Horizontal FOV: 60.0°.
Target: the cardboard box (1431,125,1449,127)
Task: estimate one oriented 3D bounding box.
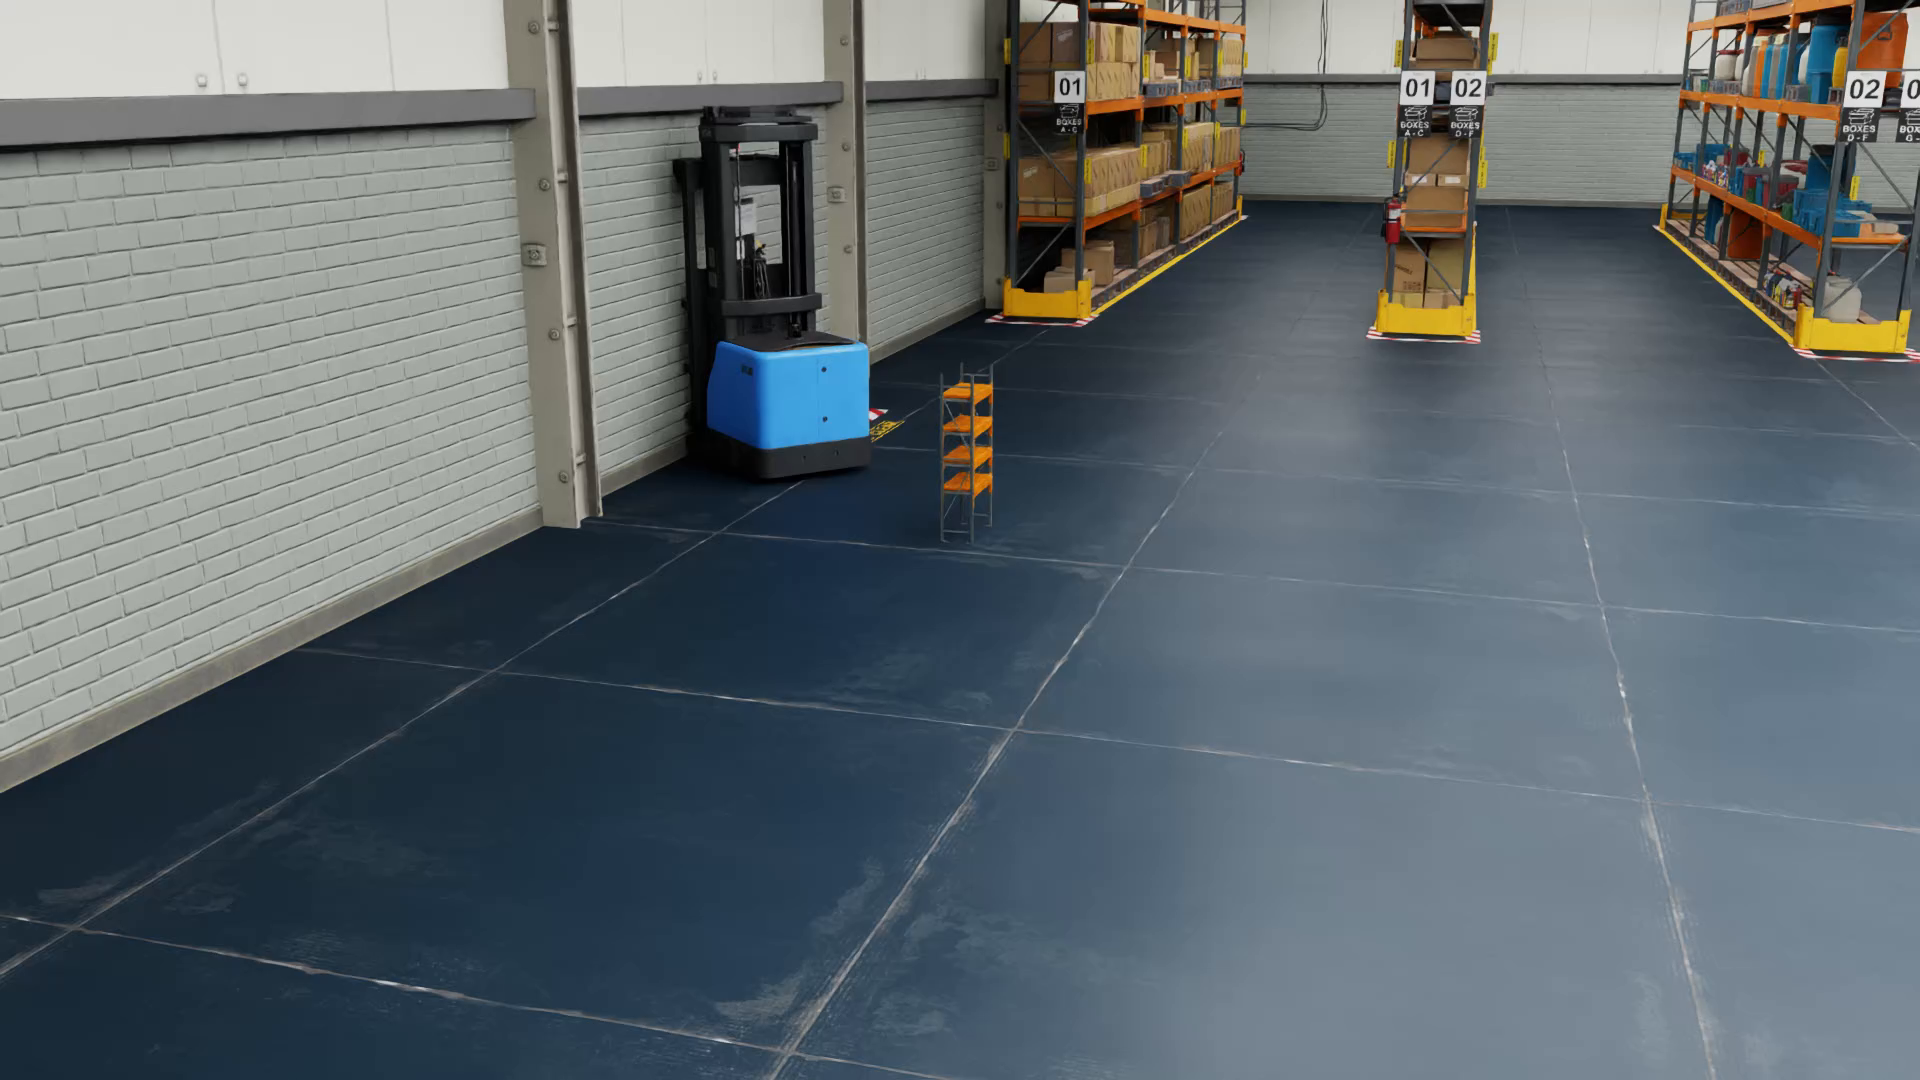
[{"bbox_3d":[6.781,-5.566,23.395,0.700,0.500,0.500,5,16,16],"label":"cardboard box"}]

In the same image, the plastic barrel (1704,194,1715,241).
[{"bbox_3d":[13.894,-5.902,30.216,0.600,0.901,0.708,5,16,16],"label":"plastic barrel"}]

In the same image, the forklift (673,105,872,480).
[{"bbox_3d":[-1.948,-2.246,14.377,1.130,2.935,3.031,-10,19,-31],"label":"forklift"}]

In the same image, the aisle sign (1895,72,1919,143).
[{"bbox_3d":[10.915,-4.920,18.915,0.394,0.787,0.004,5,16,16],"label":"aisle sign"}]

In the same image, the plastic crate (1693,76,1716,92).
[{"bbox_3d":[14.276,-8.727,31.821,0.437,0.282,0.530,5,16,16],"label":"plastic crate"}]

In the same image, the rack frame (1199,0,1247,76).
[{"bbox_3d":[5.703,-11.551,36.064,1.000,3.000,0.127,5,16,16],"label":"rack frame"}]

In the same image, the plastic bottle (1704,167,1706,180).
[{"bbox_3d":[13.471,-6.634,29.956,0.097,0.271,0.097,0,16,0],"label":"plastic bottle"}]

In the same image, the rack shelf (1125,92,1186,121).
[{"bbox_3d":[2.862,-7.146,27.347,1.077,0.370,4.000,5,16,16],"label":"rack shelf"}]

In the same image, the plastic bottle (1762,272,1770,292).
[{"bbox_3d":[11.281,-3.607,23.243,0.097,0.271,0.097,0,16,0],"label":"plastic bottle"}]

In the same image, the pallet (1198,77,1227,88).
[{"bbox_3d":[4.809,-9.232,33.547,1.003,0.211,1.213,5,16,16],"label":"pallet"}]

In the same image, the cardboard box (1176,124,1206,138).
[{"bbox_3d":[4.380,-7.772,31.593,0.500,0.250,0.500,5,17,17],"label":"cardboard box"}]

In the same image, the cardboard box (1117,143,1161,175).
[{"bbox_3d":[2.973,-6.381,27.838,0.700,0.500,0.500,5,16,16],"label":"cardboard box"}]

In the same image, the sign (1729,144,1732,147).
[{"bbox_3d":[15.734,-7.937,34.016,0.100,0.325,0.005,5,16,16],"label":"sign"}]

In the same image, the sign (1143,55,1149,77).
[{"bbox_3d":[2.816,-7.177,25.193,0.100,0.325,0.005,5,16,16],"label":"sign"}]

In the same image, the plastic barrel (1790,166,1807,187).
[{"bbox_3d":[12.482,-5.248,24.586,0.433,0.535,0.433,0,16,0],"label":"plastic barrel"}]

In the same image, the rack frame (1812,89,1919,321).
[{"bbox_3d":[10.655,-3.711,19.416,1.000,3.000,0.127,5,16,16],"label":"rack frame"}]

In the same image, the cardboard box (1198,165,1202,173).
[{"bbox_3d":[4.424,-7.132,31.902,0.380,0.149,0.250,5,16,16],"label":"cardboard box"}]

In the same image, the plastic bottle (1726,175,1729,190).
[{"bbox_3d":[12.634,-5.887,27.300,0.061,0.283,0.133,5,16,16],"label":"plastic bottle"}]

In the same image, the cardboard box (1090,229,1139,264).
[{"bbox_3d":[2.486,-4.729,26.778,0.700,0.500,0.500,5,17,18],"label":"cardboard box"}]

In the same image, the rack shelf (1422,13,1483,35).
[{"bbox_3d":[7.612,-8.013,25.642,1.077,0.370,4.000,5,16,16],"label":"rack shelf"}]

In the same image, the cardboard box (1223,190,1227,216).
[{"bbox_3d":[5.316,-7.211,35.568,0.700,0.500,0.500,4,16,14],"label":"cardboard box"}]

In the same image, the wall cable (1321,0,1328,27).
[{"bbox_3d":[10.247,-13.729,40.178,3.097,2.526,0.112,5,16,16],"label":"wall cable"}]

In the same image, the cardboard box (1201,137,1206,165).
[{"bbox_3d":[4.391,-7.414,31.707,0.500,0.500,0.500,5,16,16],"label":"cardboard box"}]

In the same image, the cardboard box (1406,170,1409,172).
[{"bbox_3d":[5.978,-4.706,21.553,0.380,0.149,0.250,4,16,15],"label":"cardboard box"}]

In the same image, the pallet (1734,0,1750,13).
[{"bbox_3d":[13.163,-8.593,26.713,1.213,0.211,1.003,5,16,16],"label":"pallet"}]

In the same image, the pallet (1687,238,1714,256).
[{"bbox_3d":[13.806,-5.310,30.165,1.003,0.211,1.213,5,16,16],"label":"pallet"}]

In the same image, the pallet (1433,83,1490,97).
[{"bbox_3d":[7.758,-7.064,26.086,1.003,0.211,1.213,5,17,18],"label":"pallet"}]

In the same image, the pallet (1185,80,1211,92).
[{"bbox_3d":[4.353,-8.726,31.951,0.805,0.209,1.217,4,16,14],"label":"pallet"}]

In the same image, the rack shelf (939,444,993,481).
[{"bbox_3d":[0.047,-0.556,11.837,0.258,0.148,0.480,5,16,16],"label":"rack shelf"}]

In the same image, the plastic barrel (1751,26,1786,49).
[{"bbox_3d":[13.727,-8.278,28.333,0.600,0.901,0.708,5,16,16],"label":"plastic barrel"}]

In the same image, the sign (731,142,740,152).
[{"bbox_3d":[-2.016,-3.637,14.907,0.001,0.298,0.199,5,16,16],"label":"sign"}]

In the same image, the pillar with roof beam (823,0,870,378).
[{"bbox_3d":[2.948,-5.712,15.477,9.100,9.000,0.400,5,16,16],"label":"pillar with roof beam"}]

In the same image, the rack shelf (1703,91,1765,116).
[{"bbox_3d":[13.497,-7.424,28.328,1.077,0.370,4.000,5,16,16],"label":"rack shelf"}]

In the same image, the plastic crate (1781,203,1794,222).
[{"bbox_3d":[11.135,-4.322,21.959,0.450,0.188,0.662,5,16,16],"label":"plastic crate"}]

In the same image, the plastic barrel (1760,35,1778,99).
[{"bbox_3d":[12.100,-6.934,24.363,0.600,0.901,0.708,5,16,16],"label":"plastic barrel"}]

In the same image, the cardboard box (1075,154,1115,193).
[{"bbox_3d":[1.883,-5.142,23.326,0.500,0.500,0.500,4,16,14],"label":"cardboard box"}]

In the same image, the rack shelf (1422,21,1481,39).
[{"bbox_3d":[8.749,-9.060,29.331,1.077,0.370,4.000,5,16,16],"label":"rack shelf"}]

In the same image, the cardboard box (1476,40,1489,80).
[{"bbox_3d":[6.641,-6.270,21.731,0.500,0.500,0.500,5,16,16],"label":"cardboard box"}]

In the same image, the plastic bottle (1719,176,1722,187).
[{"bbox_3d":[12.916,-6.089,28.165,0.097,0.201,0.097,0,16,0],"label":"plastic bottle"}]

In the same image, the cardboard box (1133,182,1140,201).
[{"bbox_3d":[2.449,-5.316,25.312,0.500,0.250,0.500,5,16,16],"label":"cardboard box"}]

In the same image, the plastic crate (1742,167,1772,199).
[{"bbox_3d":[12.176,-5.436,25.379,0.402,0.464,0.583,5,16,16],"label":"plastic crate"}]

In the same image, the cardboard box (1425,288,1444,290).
[{"bbox_3d":[6.411,-3.229,21.987,0.500,0.250,0.500,5,16,16],"label":"cardboard box"}]

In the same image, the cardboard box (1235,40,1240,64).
[{"bbox_3d":[5.604,-10.304,35.112,0.500,0.500,0.500,5,17,18],"label":"cardboard box"}]

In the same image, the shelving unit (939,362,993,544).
[{"bbox_3d":[0.047,-0.621,11.818,0.258,1.200,0.503,5,16,16],"label":"shelving unit"}]

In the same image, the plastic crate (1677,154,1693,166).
[{"bbox_3d":[14.629,-7.634,33.444,0.416,0.233,0.300,5,16,16],"label":"plastic crate"}]

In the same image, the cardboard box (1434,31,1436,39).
[{"bbox_3d":[7.396,-7.385,25.004,0.500,0.500,0.500,6,17,21],"label":"cardboard box"}]

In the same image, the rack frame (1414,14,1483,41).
[{"bbox_3d":[7.044,-8.029,23.644,1.000,3.000,0.127,5,16,16],"label":"rack frame"}]

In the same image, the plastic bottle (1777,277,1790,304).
[{"bbox_3d":[10.937,-3.306,22.038,0.144,0.351,0.185,5,17,18],"label":"plastic bottle"}]

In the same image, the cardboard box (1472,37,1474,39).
[{"bbox_3d":[9.419,-9.338,31.742,0.700,0.500,0.500,5,16,16],"label":"cardboard box"}]

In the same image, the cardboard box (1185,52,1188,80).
[{"bbox_3d":[3.783,-8.693,30.493,0.700,0.500,0.500,6,17,19],"label":"cardboard box"}]

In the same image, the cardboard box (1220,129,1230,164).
[{"bbox_3d":[5.146,-8.285,34.994,0.980,0.700,0.700,4,16,13],"label":"cardboard box"}]

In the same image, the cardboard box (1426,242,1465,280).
[{"bbox_3d":[6.543,-3.722,22.349,0.500,0.500,0.500,5,16,16],"label":"cardboard box"}]

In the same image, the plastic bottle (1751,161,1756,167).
[{"bbox_3d":[14.118,-6.561,29.554,0.144,0.351,0.185,5,16,16],"label":"plastic bottle"}]

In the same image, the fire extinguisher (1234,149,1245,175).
[{"bbox_3d":[6.189,-8.452,36.957,0.296,0.674,0.183,5,16,16],"label":"fire extinguisher"}]

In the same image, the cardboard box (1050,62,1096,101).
[{"bbox_3d":[1.491,-6.048,21.939,0.500,0.500,0.500,5,17,17],"label":"cardboard box"}]

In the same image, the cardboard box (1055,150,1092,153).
[{"bbox_3d":[1.662,-5.452,24.419,0.500,0.500,0.500,5,17,17],"label":"cardboard box"}]
